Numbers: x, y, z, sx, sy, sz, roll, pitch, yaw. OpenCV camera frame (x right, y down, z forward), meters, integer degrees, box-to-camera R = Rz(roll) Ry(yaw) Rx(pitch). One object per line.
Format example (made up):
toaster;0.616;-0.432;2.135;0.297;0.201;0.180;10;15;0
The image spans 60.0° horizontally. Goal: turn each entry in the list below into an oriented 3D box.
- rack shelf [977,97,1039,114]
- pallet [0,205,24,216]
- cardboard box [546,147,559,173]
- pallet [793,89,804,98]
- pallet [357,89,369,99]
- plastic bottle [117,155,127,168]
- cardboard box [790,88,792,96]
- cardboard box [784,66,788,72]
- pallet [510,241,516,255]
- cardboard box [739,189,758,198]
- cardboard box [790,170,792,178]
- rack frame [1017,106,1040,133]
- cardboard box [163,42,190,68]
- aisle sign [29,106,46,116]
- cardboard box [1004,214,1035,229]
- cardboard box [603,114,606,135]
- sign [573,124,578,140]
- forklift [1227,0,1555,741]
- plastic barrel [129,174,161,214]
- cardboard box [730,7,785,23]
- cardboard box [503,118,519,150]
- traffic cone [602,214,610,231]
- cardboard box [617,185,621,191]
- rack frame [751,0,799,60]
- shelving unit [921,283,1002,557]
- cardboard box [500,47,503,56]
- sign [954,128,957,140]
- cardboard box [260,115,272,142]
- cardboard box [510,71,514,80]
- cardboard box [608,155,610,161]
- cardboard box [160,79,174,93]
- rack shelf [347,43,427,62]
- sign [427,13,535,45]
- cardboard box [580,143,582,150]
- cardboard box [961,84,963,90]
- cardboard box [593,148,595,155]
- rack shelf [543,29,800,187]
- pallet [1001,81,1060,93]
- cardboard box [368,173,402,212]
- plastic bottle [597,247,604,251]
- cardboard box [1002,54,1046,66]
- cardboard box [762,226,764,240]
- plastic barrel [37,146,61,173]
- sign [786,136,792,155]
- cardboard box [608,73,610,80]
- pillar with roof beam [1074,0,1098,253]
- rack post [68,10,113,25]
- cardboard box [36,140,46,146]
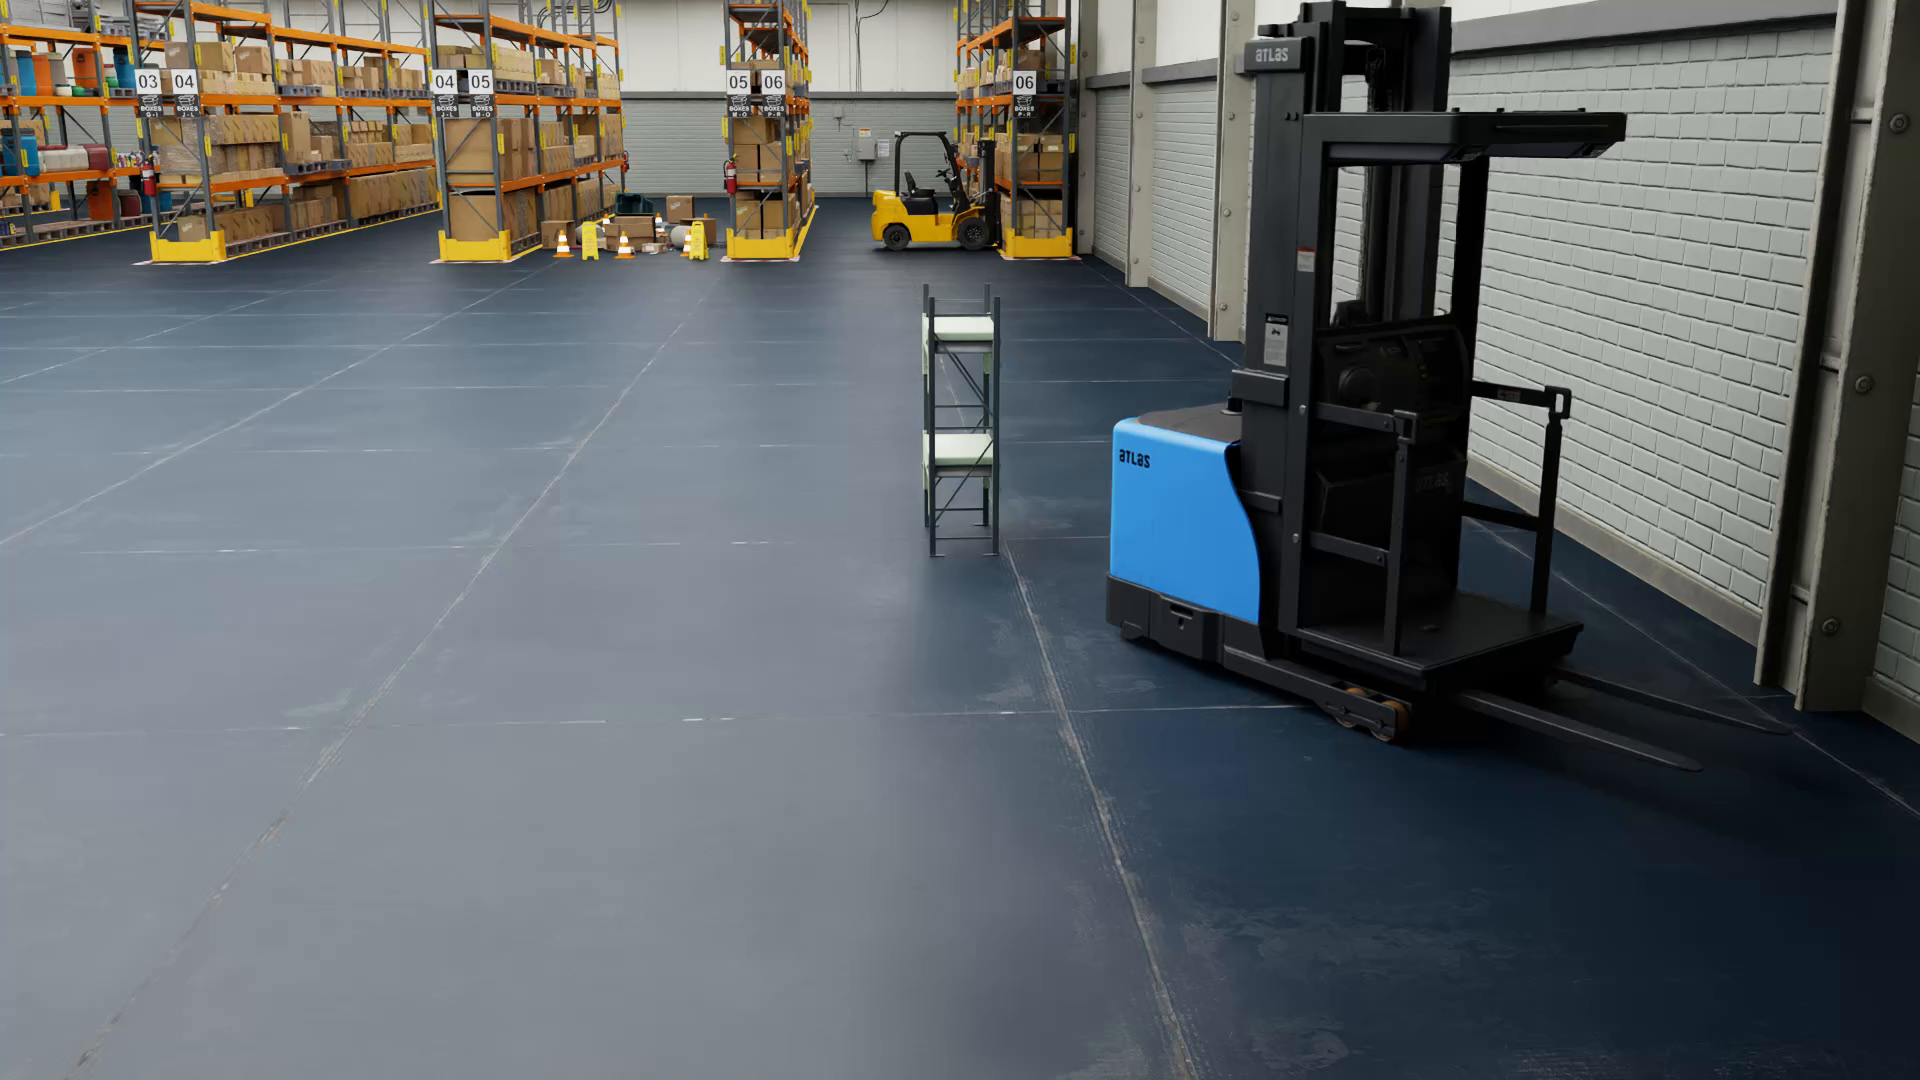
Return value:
rack shelf;1.045;-9.144;34.970;1.077;0.370;4.000;-1;14;-3
pallet;-24.179;-8.274;41.761;1.003;0.211;1.213;-1;14;-3
cardboard box;-8.544;-7.797;34.109;0.500;0.500;0.500;-1;14;-4
pallet;-4.126;-9.980;37.155;1.213;0.211;1.003;0;14;-1
pallet;-14.089;-10.105;37.641;1.003;0.211;1.213;0;14;-1
plastic bottle;-18.600;-8.398;36.895;0.152;0.276;0.135;-1;14;-3
cardboard box;-3.461;-8.722;32.390;0.380;0.149;0.250;-1;14;-3
cardboard box;-3.282;-8.468;29.802;0.380;0.149;0.250;-1;14;-4
pallet;-8.599;-5.216;29.874;1.003;0.211;1.213;-1;14;-3
cardboard box;-3.964;-6.433;30.877;0.380;0.149;0.250;0;14;-1
cardboard box;-3.357;-6.888;31.281;0.380;0.149;0.250;-1;14;-3
rack frame;1.166;-7.542;33.321;0.949;2.616;0.053;-1;14;-3
cardboard box;-13.777;-8.586;29.556;0.500;0.500;0.500;-1;14;-3
aisle sign;-24.005;-11.425;43.194;0.394;0.787;0.004;-1;14;-3
cardboard box;1.075;-5.778;30.135;0.500;0.250;0.500;-1;14;-4
cardboard box;-9.047;-10.274;41.135;0.500;0.500;0.500;-1;14;-5
sign;-8.413;-8.928;36.384;0.100;0.325;0.005;-1;14;-3
forklift;1.992;-0.731;6.986;1.121;2.935;3.031;-10;18;-35
plastic barrel;-19.055;-8.101;38.859;0.600;0.901;0.708;-1;14;-3
cardboard box;-3.661;-9.592;30.411;0.871;0.071;3.696;-1;14;-4
cardboard box;-8.481;-7.334;30.042;0.875;0.550;0.550;-1;14;-3
traffic cone;-7.295;-6.492;34.328;0.336;0.463;0.334;-1;14;-3
cardboard box;-9.076;-9.205;43.467;0.380;0.149;0.250;-1;14;-5
rack frame;-4.033;-11.365;36.139;1.000;3.000;0.127;-1;14;-3
shelving unit;0.000;-0.725;9.833;0.431;1.500;0.755;-1;14;-3
cardboard box;-8.205;-8.551;29.083;0.380;0.149;0.250;-1;14;-4
sign;-0.116;-10.938;44.780;0.100;0.325;0.005;-1;14;-3
cardboard box;-13.341;-7.757;31.349;0.500;0.500;0.500;-1;14;-3
cardboard box;-8.251;-8.355;29.922;0.380;0.149;0.250;-1;14;-4
cardboard box;-9.036;-9.634;41.953;0.380;0.149;0.250;0;14;-1
cardboard box;-13.712;-7.813;28.654;0.500;0.250;0.500;-1;14;-2
rack shelf;-14.296;-12.162;41.483;1.077;0.370;4.000;-1;14;-3
sign;-15.621;-8.743;31.885;14.900;2.209;8.111;-1;14;-3
cardboard box;-8.878;-9.028;38.157;0.380;0.149;0.250;-1;14;-4
cardboard box;0.307;-11.555;42.599;0.500;0.250;0.500;-1;14;-4
cardboard box;-8.993;-9.339;39.965;0.380;0.149;0.250;-1;14;-5
rack shelf;-6.376;-8.919;34.496;6.027;3.170;4.101;-1;14;-3
pallet;1.320;-8.438;30.959;1.003;0.211;1.213;-1;14;-3
cardboard box;-14.112;-8.317;39.753;1.225;0.875;0.875;-1;14;-3
plastic bottle;-6.727;-5.430;31.009;0.133;0.061;0.283;-6;16;-23
cardboard box;1.184;-8.811;30.980;0.797;0.503;0.637;0;14;-2
cardboard box;-3.880;-5.668;30.710;0.500;0.250;0.500;-1;14;-3
plastic barrel;-18.505;-7.725;33.758;0.433;0.535;0.433;0;14;0
sign;-2.996;-6.898;29.078;0.100;0.325;0.005;-1;14;-3
cardboard box;-9.101;-11.766;42.214;0.380;0.149;0.250;-1;14;-2
pillar with roof beam;-2.024;-9.574;29.176;9.100;9.000;0.400;-1;14;-3
rack post;-18.953;-11.279;35.954;0.954;0.300;0.937;-1;14;-3
cardboard box;-24.008;-10.086;43.005;0.500;0.500;0.500;0;14;-2
